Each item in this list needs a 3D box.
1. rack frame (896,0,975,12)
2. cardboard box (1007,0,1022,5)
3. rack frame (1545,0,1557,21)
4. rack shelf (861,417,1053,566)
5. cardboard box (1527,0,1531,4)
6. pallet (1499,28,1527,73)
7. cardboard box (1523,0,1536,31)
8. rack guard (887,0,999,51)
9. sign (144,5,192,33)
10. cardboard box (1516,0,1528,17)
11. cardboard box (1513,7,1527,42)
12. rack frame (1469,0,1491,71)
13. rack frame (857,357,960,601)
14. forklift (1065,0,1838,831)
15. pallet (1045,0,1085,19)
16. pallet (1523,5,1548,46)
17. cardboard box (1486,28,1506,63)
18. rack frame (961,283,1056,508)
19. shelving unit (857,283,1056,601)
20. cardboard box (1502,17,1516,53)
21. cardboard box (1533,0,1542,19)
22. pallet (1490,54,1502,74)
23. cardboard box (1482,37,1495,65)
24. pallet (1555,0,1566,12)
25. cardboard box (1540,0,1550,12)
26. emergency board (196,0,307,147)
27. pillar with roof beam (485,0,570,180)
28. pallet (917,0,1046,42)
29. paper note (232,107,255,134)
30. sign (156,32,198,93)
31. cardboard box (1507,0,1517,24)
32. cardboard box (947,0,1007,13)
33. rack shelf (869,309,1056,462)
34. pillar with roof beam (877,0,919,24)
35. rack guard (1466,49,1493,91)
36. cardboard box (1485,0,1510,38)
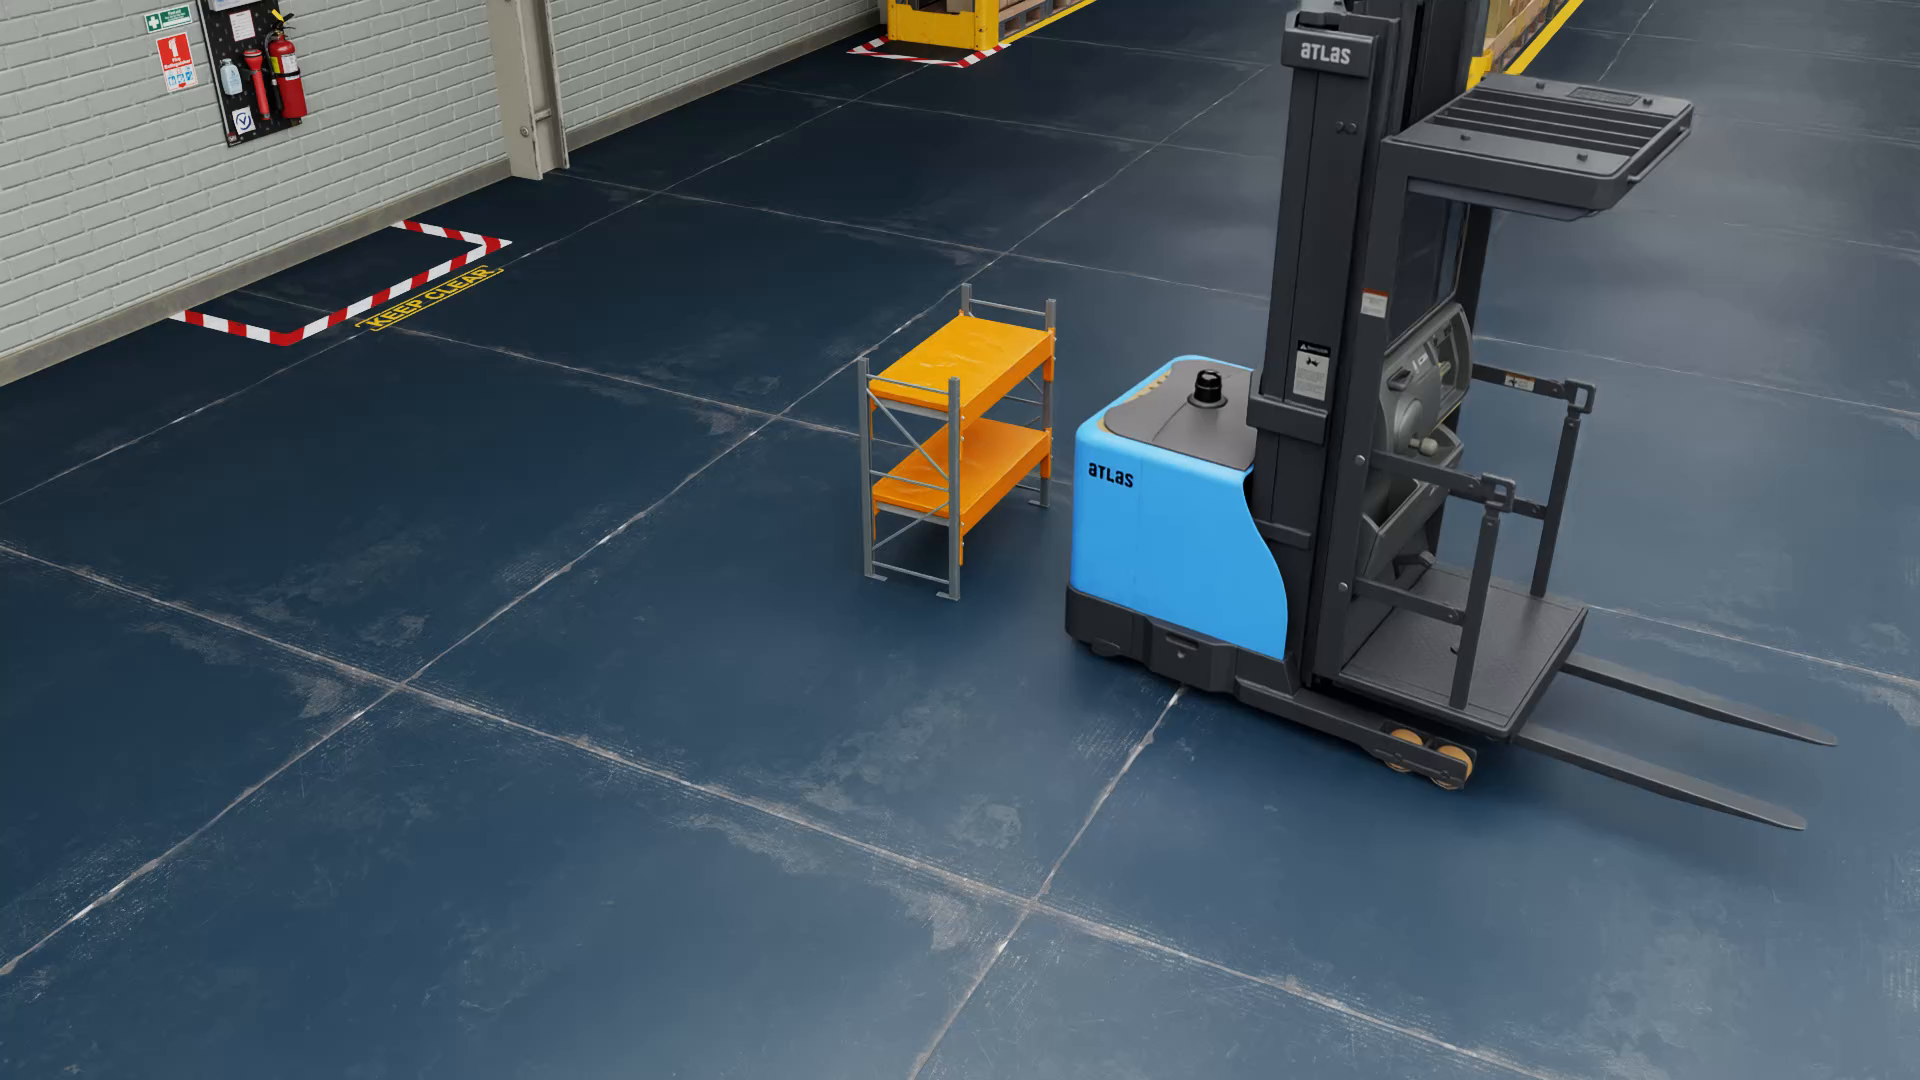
[{"bbox_3d":[-0.216,-6.440,16.452,1.000,3.000,0.127,14,33,23],"label":"rack frame"},{"bbox_3d":[0.439,-6.004,17.951,0.500,0.311,0.500,17,34,27],"label":"cardboard box"},{"bbox_3d":[6.018,-7.091,17.586,1.000,3.000,0.127,14,33,23],"label":"rack frame"},{"bbox_3d":[0.003,-0.279,8.097,0.538,0.278,1.000,14,33,23],"label":"rack shelf"},{"bbox_3d":[5.538,-5.709,16.766,0.500,0.500,0.500,14,33,23],"label":"cardboard box"},{"bbox_3d":[5.063,-4.996,16.738,1.003,0.211,1.213,14,33,23],"label":"pallet"},{"bbox_3d":[5.550,-5.381,16.948,0.500,0.250,0.500,14,33,23],"label":"cardboard box"},{"bbox_3d":[-0.181,-5.390,17.133,1.175,0.500,0.348,14,33,23],"label":"rack guard"},{"bbox_3d":[-4.894,-3.223,10.283,0.001,0.109,0.331,14,33,23],"label":"sign"},{"bbox_3d":[5.323,-5.484,16.374,0.500,0.500,0.500,14,33,23],"label":"cardboard box"},{"bbox_3d":[5.323,-5.159,16.562,0.500,0.250,0.500,14,33,23],"label":"cardboard box"},{"bbox_3d":[4.195,-5.318,14.498,1.000,3.000,0.127,14,33,23],"label":"rack frame"},{"bbox_3d":[-0.228,-0.265,7.583,0.500,1.125,0.032,14,33,23],"label":"rack frame"},{"bbox_3d":[1.974,-0.594,6.341,3.031,2.935,1.130,19,35,29],"label":"forklift"},{"bbox_3d":[0.777,-6.155,18.757,1.003,0.211,1.213,14,33,23],"label":"pallet"},{"bbox_3d":[5.618,-5.539,17.683,1.003,0.211,1.213,14,33,23],"label":"pallet"},{"bbox_3d":[4.862,-4.717,15.792,0.500,0.250,0.500,14,33,23],"label":"cardboard box"},{"bbox_3d":[0.235,-0.716,8.368,0.500,1.125,0.032,14,33,23],"label":"rack frame"},{"bbox_3d":[0.003,-0.491,7.975,0.538,1.125,1.048,14,33,23],"label":"shelving unit"},{"bbox_3d":[5.090,-4.939,16.178,0.500,0.250,0.500,14,33,23],"label":"cardboard box"},{"bbox_3d":[5.764,-5.606,17.340,0.500,0.250,0.500,14,33,23],"label":"cardboard box"},{"bbox_3d":[4.507,-4.457,15.799,1.003,0.211,1.213,14,33,23],"label":"pallet"},{"bbox_3d":[4.638,-4.495,15.404,0.500,0.250,0.500,14,33,23],"label":"cardboard box"},{"bbox_3d":[6.319,-6.217,18.865,1.003,0.211,1.213,14,33,23],"label":"pallet"},{"bbox_3d":[6.001,-5.826,17.722,0.500,0.250,0.500,14,33,23],"label":"cardboard box"},{"bbox_3d":[-4.560,-3.200,10.810,0.194,1.169,0.643,14,33,23],"label":"emergency board"},{"bbox_3d":[0.432,-5.911,9.508,9.100,9.000,0.400,14,33,23],"label":"pillar with roof beam"},{"bbox_3d":[0.220,-5.616,17.818,1.003,0.211,1.213,14,33,23],"label":"pallet"},{"bbox_3d":[-4.702,-2.755,10.920,0.016,0.148,0.142,14,33,23],"label":"paper note"},{"bbox_3d":[-4.904,-2.993,10.415,0.001,0.329,0.234,14,33,23],"label":"sign"},{"bbox_3d":[5.080,-5.267,15.995,0.500,0.500,0.500,14,33,23],"label":"cardboard box"},{"bbox_3d":[0.179,-5.751,17.511,0.500,0.311,0.500,11,32,18],"label":"cardboard box"},{"bbox_3d":[0.003,-0.745,7.829,0.538,0.278,1.000,14,33,23],"label":"rack shelf"},{"bbox_3d":[3.165,-8.571,14.140,9.100,9.000,0.400,14,33,23],"label":"pillar with roof beam"},{"bbox_3d":[4.185,-4.223,15.102,1.175,0.500,0.348,14,33,23],"label":"rack guard"},{"bbox_3d":[4.864,-5.042,15.604,0.500,0.500,0.500,14,33,23],"label":"cardboard box"}]
